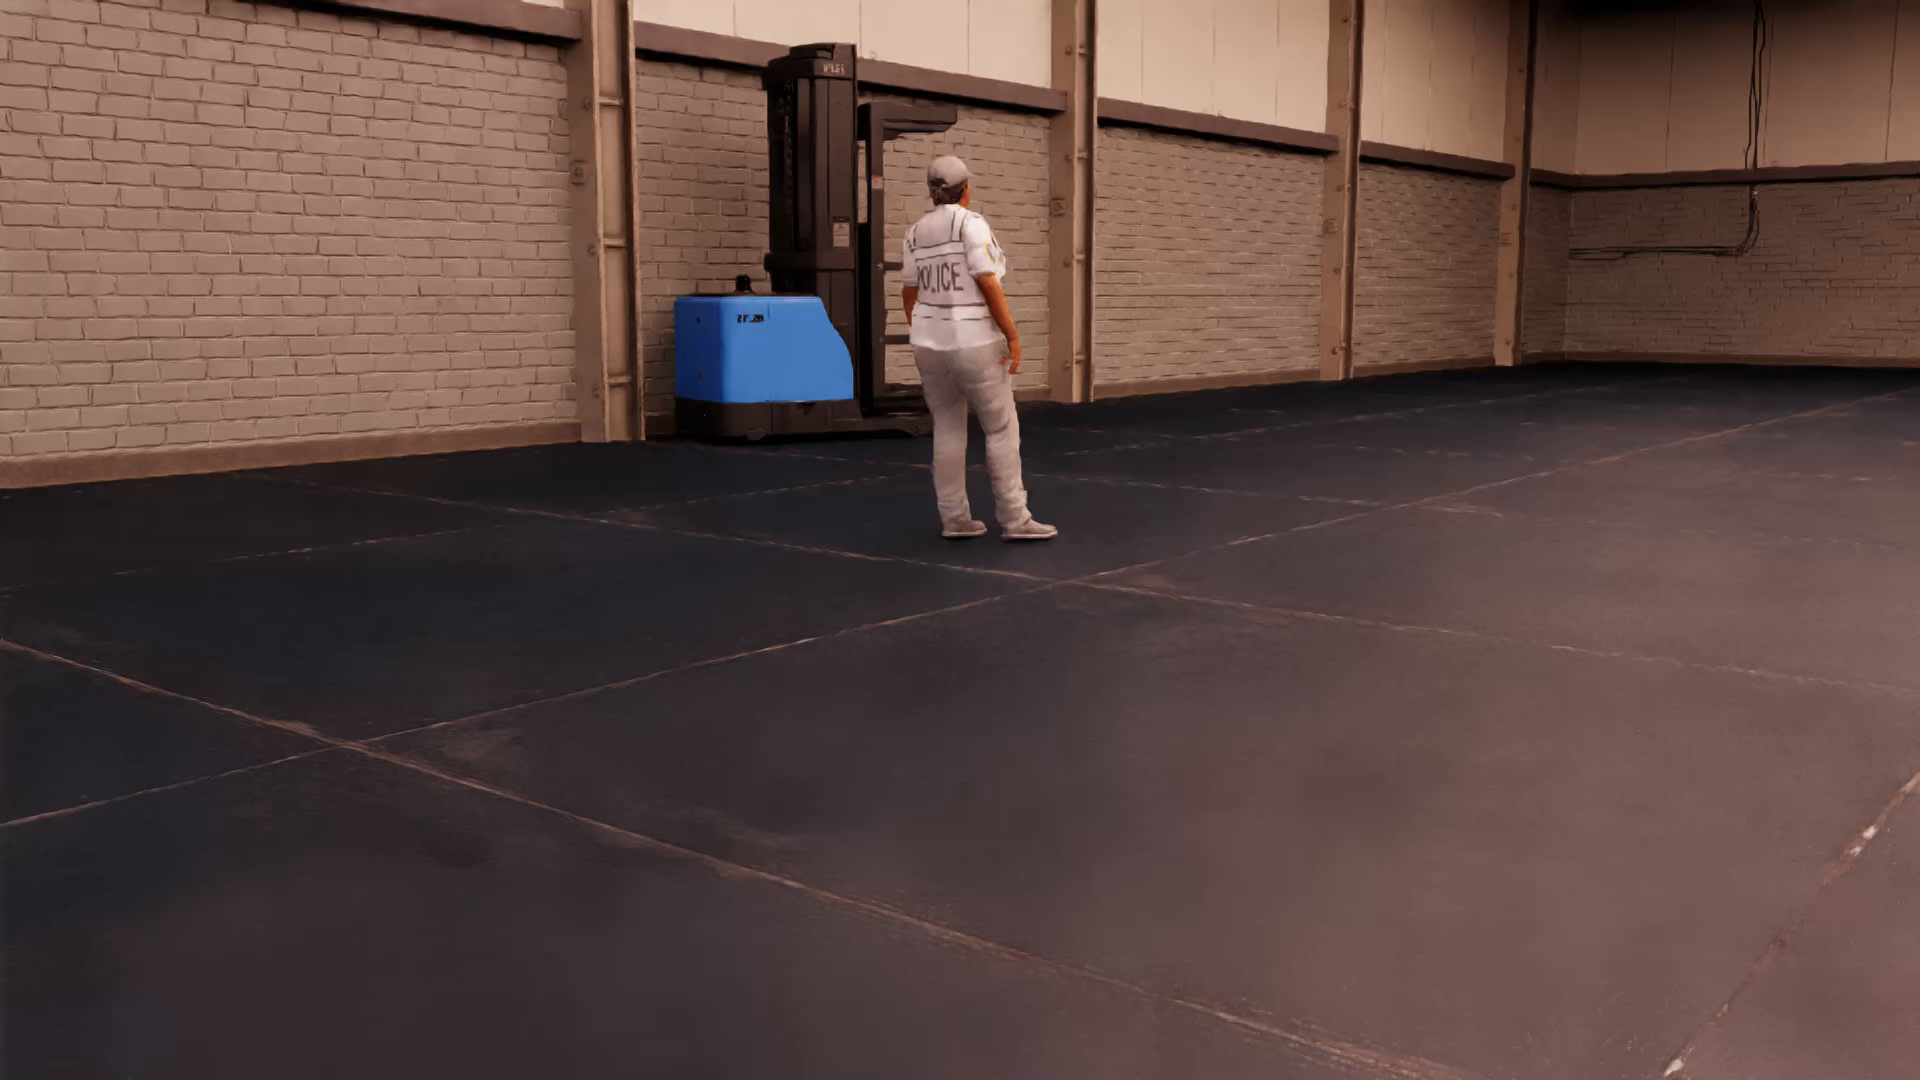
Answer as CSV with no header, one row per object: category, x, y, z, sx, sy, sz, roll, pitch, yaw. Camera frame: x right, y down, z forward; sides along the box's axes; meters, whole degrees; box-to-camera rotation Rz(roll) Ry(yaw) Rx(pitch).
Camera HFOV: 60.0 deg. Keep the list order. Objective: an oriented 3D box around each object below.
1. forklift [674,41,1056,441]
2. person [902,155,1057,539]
forklift,-0.675,-2.306,13.037,3.031,2.935,1.130,-5,10,-31
person,0.066,-0.838,7.328,0.598,1.669,0.529,7,11,38
